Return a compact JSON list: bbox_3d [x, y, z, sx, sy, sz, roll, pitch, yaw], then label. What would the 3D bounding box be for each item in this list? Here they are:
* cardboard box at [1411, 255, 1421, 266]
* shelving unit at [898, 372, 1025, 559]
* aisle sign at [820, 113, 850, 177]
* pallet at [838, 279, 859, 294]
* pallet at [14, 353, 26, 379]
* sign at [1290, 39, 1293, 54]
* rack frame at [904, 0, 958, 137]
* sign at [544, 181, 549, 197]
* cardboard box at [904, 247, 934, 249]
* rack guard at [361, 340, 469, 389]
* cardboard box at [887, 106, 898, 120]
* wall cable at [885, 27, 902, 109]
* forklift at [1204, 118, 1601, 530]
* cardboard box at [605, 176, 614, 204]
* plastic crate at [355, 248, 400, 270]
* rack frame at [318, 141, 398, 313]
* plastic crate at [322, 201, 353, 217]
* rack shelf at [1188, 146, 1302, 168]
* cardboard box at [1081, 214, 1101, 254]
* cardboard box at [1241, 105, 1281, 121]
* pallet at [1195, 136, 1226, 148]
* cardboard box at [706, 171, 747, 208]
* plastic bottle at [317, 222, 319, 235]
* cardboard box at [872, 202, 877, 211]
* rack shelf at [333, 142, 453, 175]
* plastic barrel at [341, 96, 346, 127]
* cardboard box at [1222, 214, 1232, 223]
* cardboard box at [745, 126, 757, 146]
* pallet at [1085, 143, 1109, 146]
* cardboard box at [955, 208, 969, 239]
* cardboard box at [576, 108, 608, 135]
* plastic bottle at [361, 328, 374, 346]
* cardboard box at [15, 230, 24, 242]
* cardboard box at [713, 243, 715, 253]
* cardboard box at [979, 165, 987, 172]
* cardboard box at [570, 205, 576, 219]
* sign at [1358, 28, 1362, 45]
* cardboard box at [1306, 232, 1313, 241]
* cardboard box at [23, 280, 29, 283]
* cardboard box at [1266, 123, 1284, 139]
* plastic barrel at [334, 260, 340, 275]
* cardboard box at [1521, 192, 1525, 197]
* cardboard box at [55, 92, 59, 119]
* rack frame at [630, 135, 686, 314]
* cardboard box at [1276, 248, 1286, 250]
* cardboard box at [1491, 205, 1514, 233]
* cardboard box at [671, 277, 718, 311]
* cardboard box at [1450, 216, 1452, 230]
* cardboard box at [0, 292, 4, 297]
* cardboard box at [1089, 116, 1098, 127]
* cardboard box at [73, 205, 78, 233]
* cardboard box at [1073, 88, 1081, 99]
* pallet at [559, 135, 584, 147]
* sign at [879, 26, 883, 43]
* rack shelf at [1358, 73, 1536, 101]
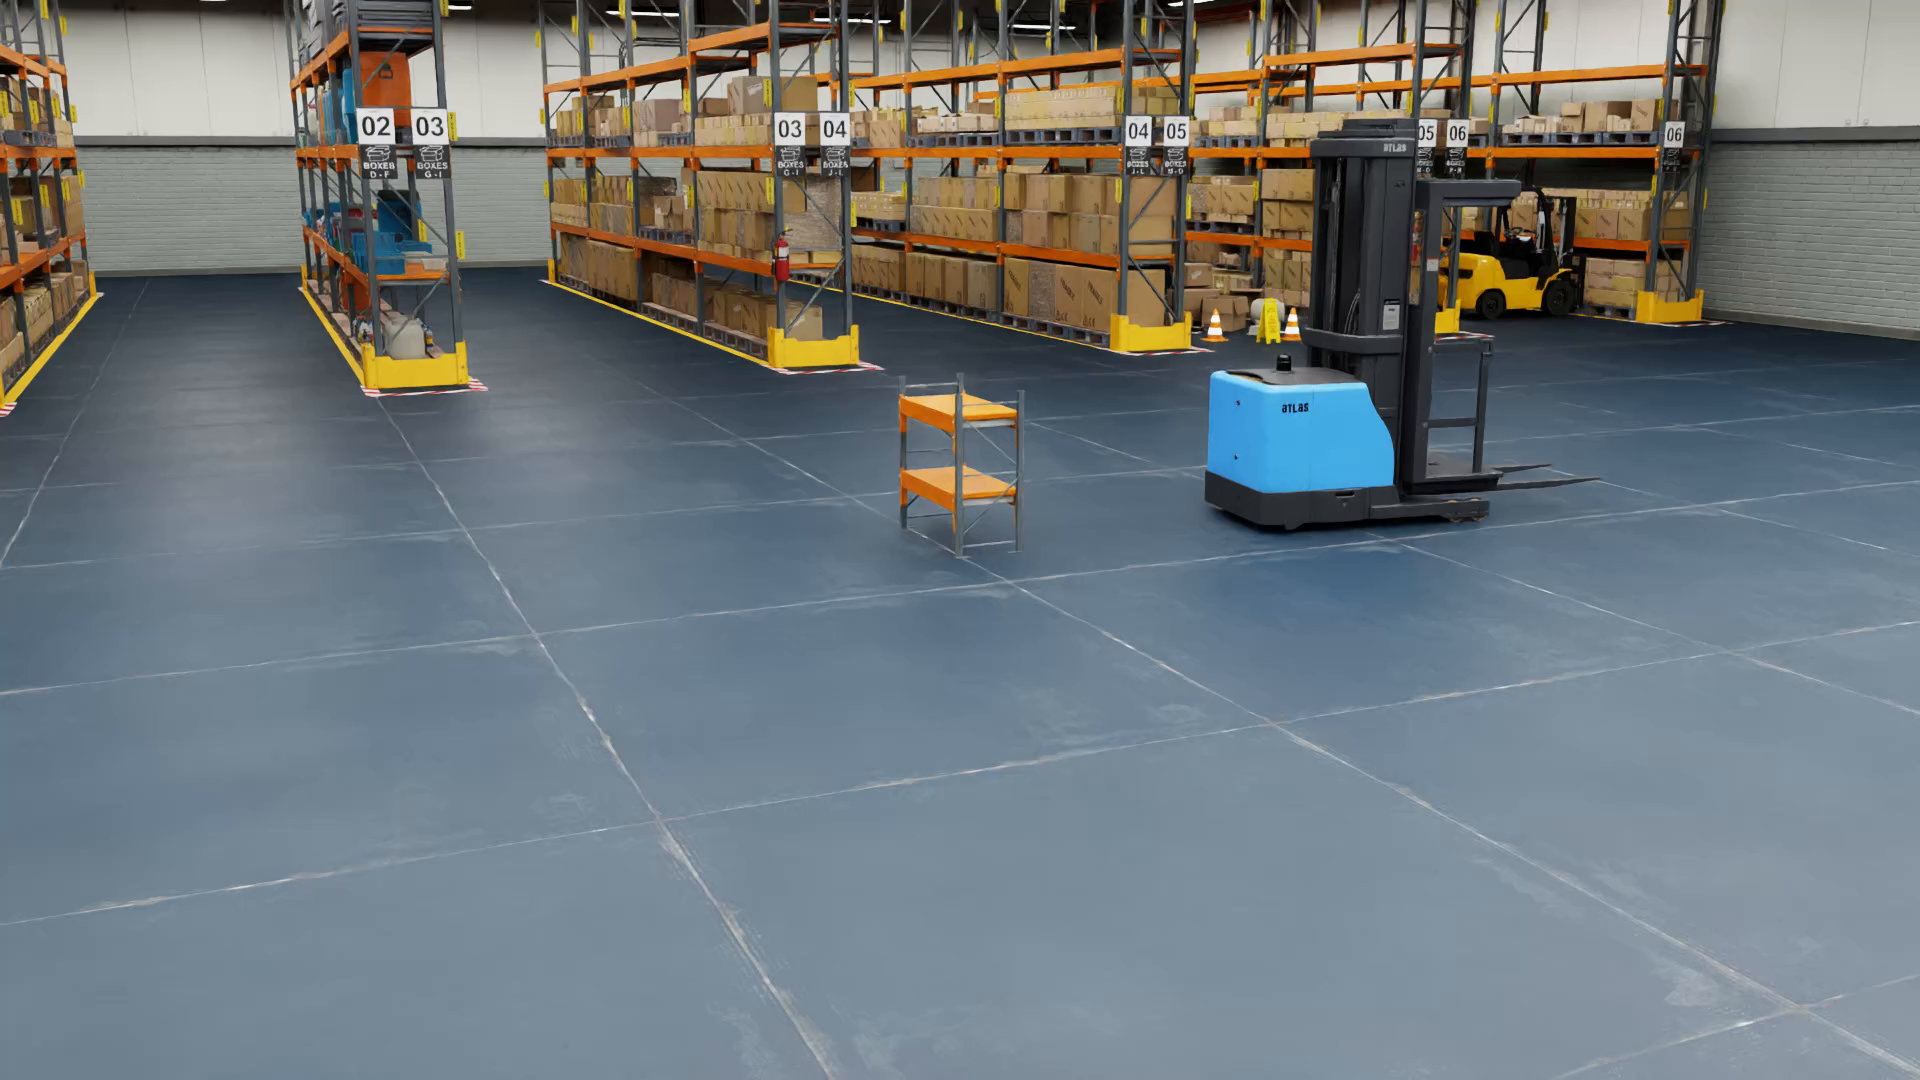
[{"bbox_3d":[9.307,-5.399,32.880,0.875,0.625,0.625,-6,14,-25],"label":"cardboard box"},{"bbox_3d":[-0.003,-0.549,11.749,0.538,1.125,1.048,-6,14,-23],"label":"shelving unit"},{"bbox_3d":[-1.592,-5.039,21.223,0.394,0.787,0.004,-6,14,-23],"label":"aisle sign"},{"bbox_3d":[-1.800,-5.145,33.631,1.003,0.211,1.213,-6,14,-23],"label":"pallet"},{"bbox_3d":[-12.292,-2.164,20.750,1.003,0.211,1.213,-6,14,-23],"label":"pallet"},{"bbox_3d":[7.435,-11.088,37.396,0.100,0.325,0.005,-6,14,-23],"label":"sign"},{"bbox_3d":[-0.511,-8.760,29.764,1.000,3.000,0.127,-6,14,-23],"label":"rack frame"},{"bbox_3d":[-8.811,-7.475,35.419,0.100,0.325,0.005,-6,14,-23],"label":"sign"},{"bbox_3d":[-0.768,-5.459,31.753,0.500,0.250,0.500,-6,14,-24],"label":"cardboard box"},{"bbox_3d":[-6.503,-2.104,19.852,1.175,0.500,0.348,-6,14,-23],"label":"rack guard"},{"bbox_3d":[-1.130,-7.885,30.717,0.396,0.266,0.258,-6,14,-23],"label":"cardboard box"},{"bbox_3d":[-1.757,-12.031,43.895,0.463,3.000,0.029,-6,14,-23],"label":"wall cable"},{"bbox_3d":[3.469,-1.669,12.583,3.031,2.935,1.130,-4,14,-17],"label":"forklift"},{"bbox_3d":[-6.170,-6.500,30.857,0.797,0.503,0.637,-5,14,-22],"label":"cardboard box"},{"bbox_3d":[-7.159,-3.449,20.450,0.499,0.251,0.408,-6,14,-23],"label":"plastic crate"},{"bbox_3d":[-9.634,-4.963,26.662,1.000,3.000,0.127,-6,14,-23],"label":"rack frame"},{"bbox_3d":[-12.533,-6.610,33.567,0.616,0.435,0.499,-6,14,-23],"label":"plastic crate"},{"bbox_3d":[4.785,-7.003,30.420,1.077,0.370,4.000,-6,14,-23],"label":"rack shelf"},{"bbox_3d":[2.263,-4.442,24.079,0.875,0.550,0.550,-6,14,-23],"label":"cardboard box"},{"bbox_3d":[5.238,-7.424,28.935,0.500,0.250,0.500,-5,14,-22],"label":"cardboard box"},{"bbox_3d":[5.019,-7.200,30.092,1.213,0.211,1.003,-6,14,-23],"label":"pallet"},{"bbox_3d":[-3.345,-5.046,23.920,0.500,0.500,0.500,-6,14,-23],"label":"cardboard box"},{"bbox_3d":[-11.325,-5.543,29.452,0.097,0.271,0.097,0,13,0],"label":"plastic bottle"},{"bbox_3d":[-1.442,-6.287,31.346,0.380,0.149,0.250,-6,14,-23],"label":"cardboard box"},{"bbox_3d":[-7.231,-4.835,21.049,1.077,0.370,4.000,-6,14,-23],"label":"rack shelf"},{"bbox_3d":[-8.039,-5.751,22.232,0.421,0.512,0.421,0,13,0],"label":"plastic barrel"},{"bbox_3d":[4.902,-5.749,29.683,0.380,0.149,0.250,-6,14,-24],"label":"cardboard box"},{"bbox_3d":[-2.520,-5.326,21.908,0.500,0.250,0.500,-6,14,-23],"label":"cardboard box"},{"bbox_3d":[3.227,-8.034,33.697,1.003,0.211,1.213,-5,14,-20],"label":"pallet"},{"bbox_3d":[0.233,-5.353,28.122,0.500,0.500,0.500,-5,14,-22],"label":"cardboard box"},{"bbox_3d":[-7.067,-8.157,32.433,0.700,0.500,0.500,-7,15,-26],"label":"cardboard box"},{"bbox_3d":[-7.643,-2.592,21.483,0.152,0.276,0.135,-6,14,-23],"label":"plastic bottle"},{"bbox_3d":[-14.068,-4.394,24.401,0.500,0.311,0.500,-5,14,-19],"label":"cardboard box"},{"bbox_3d":[-3.361,-4.237,24.084,0.380,0.149,0.250,-6,14,-23],"label":"cardboard box"},{"bbox_3d":[0.668,-8.712,38.982,0.380,0.149,0.250,-5,14,-22],"label":"cardboard box"},{"bbox_3d":[-7.530,-6.589,33.358,0.500,0.250,0.500,-5,14,-22],"label":"cardboard box"},{"bbox_3d":[8.038,-10.120,33.392,0.100,0.325,0.005,-6,14,-23],"label":"sign"},{"bbox_3d":[5.923,-4.998,27.368,0.380,0.149,0.250,-6,14,-23],"label":"cardboard box"},{"bbox_3d":[-15.187,-3.900,26.636,0.500,0.500,0.500,-6,14,-25],"label":"cardboard box"},{"bbox_3d":[5.512,-6.897,28.038,0.500,0.250,0.500,-6,14,-24],"label":"cardboard box"},{"bbox_3d":[-10.750,-4.712,29.298,0.600,0.901,0.708,-6,14,-23],"label":"plastic barrel"},{"bbox_3d":[10.287,-6.248,29.892,0.380,0.149,0.250,-6,14,-24],"label":"cardboard box"},{"bbox_3d":[-16.737,-7.857,30.076,0.700,0.500,0.500,-6,14,-23],"label":"cardboard box"},{"bbox_3d":[-5.096,-5.411,28.595,1.000,3.000,0.127,-6,14,-23],"label":"rack frame"},{"bbox_3d":[7.334,-6.235,36.770,0.500,0.500,0.500,-6,14,-25],"label":"cardboard box"},{"bbox_3d":[10.072,-5.862,30.323,0.500,0.500,0.500,-6,14,-25],"label":"cardboard box"},{"bbox_3d":[-4.342,-4.041,27.244,0.700,0.500,0.500,-4,14,-18],"label":"cardboard box"},{"bbox_3d":[9.485,-6.039,31.644,0.500,0.250,0.500,-6,14,-23],"label":"cardboard box"},{"bbox_3d":[-14.015,-3.412,23.884,0.500,0.311,0.500,-6,14,-24],"label":"cardboard box"},{"bbox_3d":[2.046,-5.920,23.550,0.380,0.149,0.250,-5,14,-22],"label":"cardboard box"},{"bbox_3d":[-16.342,-5.836,30.210,0.500,0.500,0.500,-6,14,-24],"label":"cardboard box"},{"bbox_3d":[1.843,-6.414,23.915,0.380,0.149,0.250,-6,14,-23],"label":"cardboard box"},{"bbox_3d":[-7.501,-8.077,33.660,1.003,0.211,1.213,-6,14,-23],"label":"pallet"},{"bbox_3d":[-1.607,-10.170,33.434,0.100,0.325,0.005,-6,14,-23],"label":"sign"},{"bbox_3d":[9.332,-8.719,32.068,1.077,0.370,4.000,-6,14,-23],"label":"rack shelf"}]
